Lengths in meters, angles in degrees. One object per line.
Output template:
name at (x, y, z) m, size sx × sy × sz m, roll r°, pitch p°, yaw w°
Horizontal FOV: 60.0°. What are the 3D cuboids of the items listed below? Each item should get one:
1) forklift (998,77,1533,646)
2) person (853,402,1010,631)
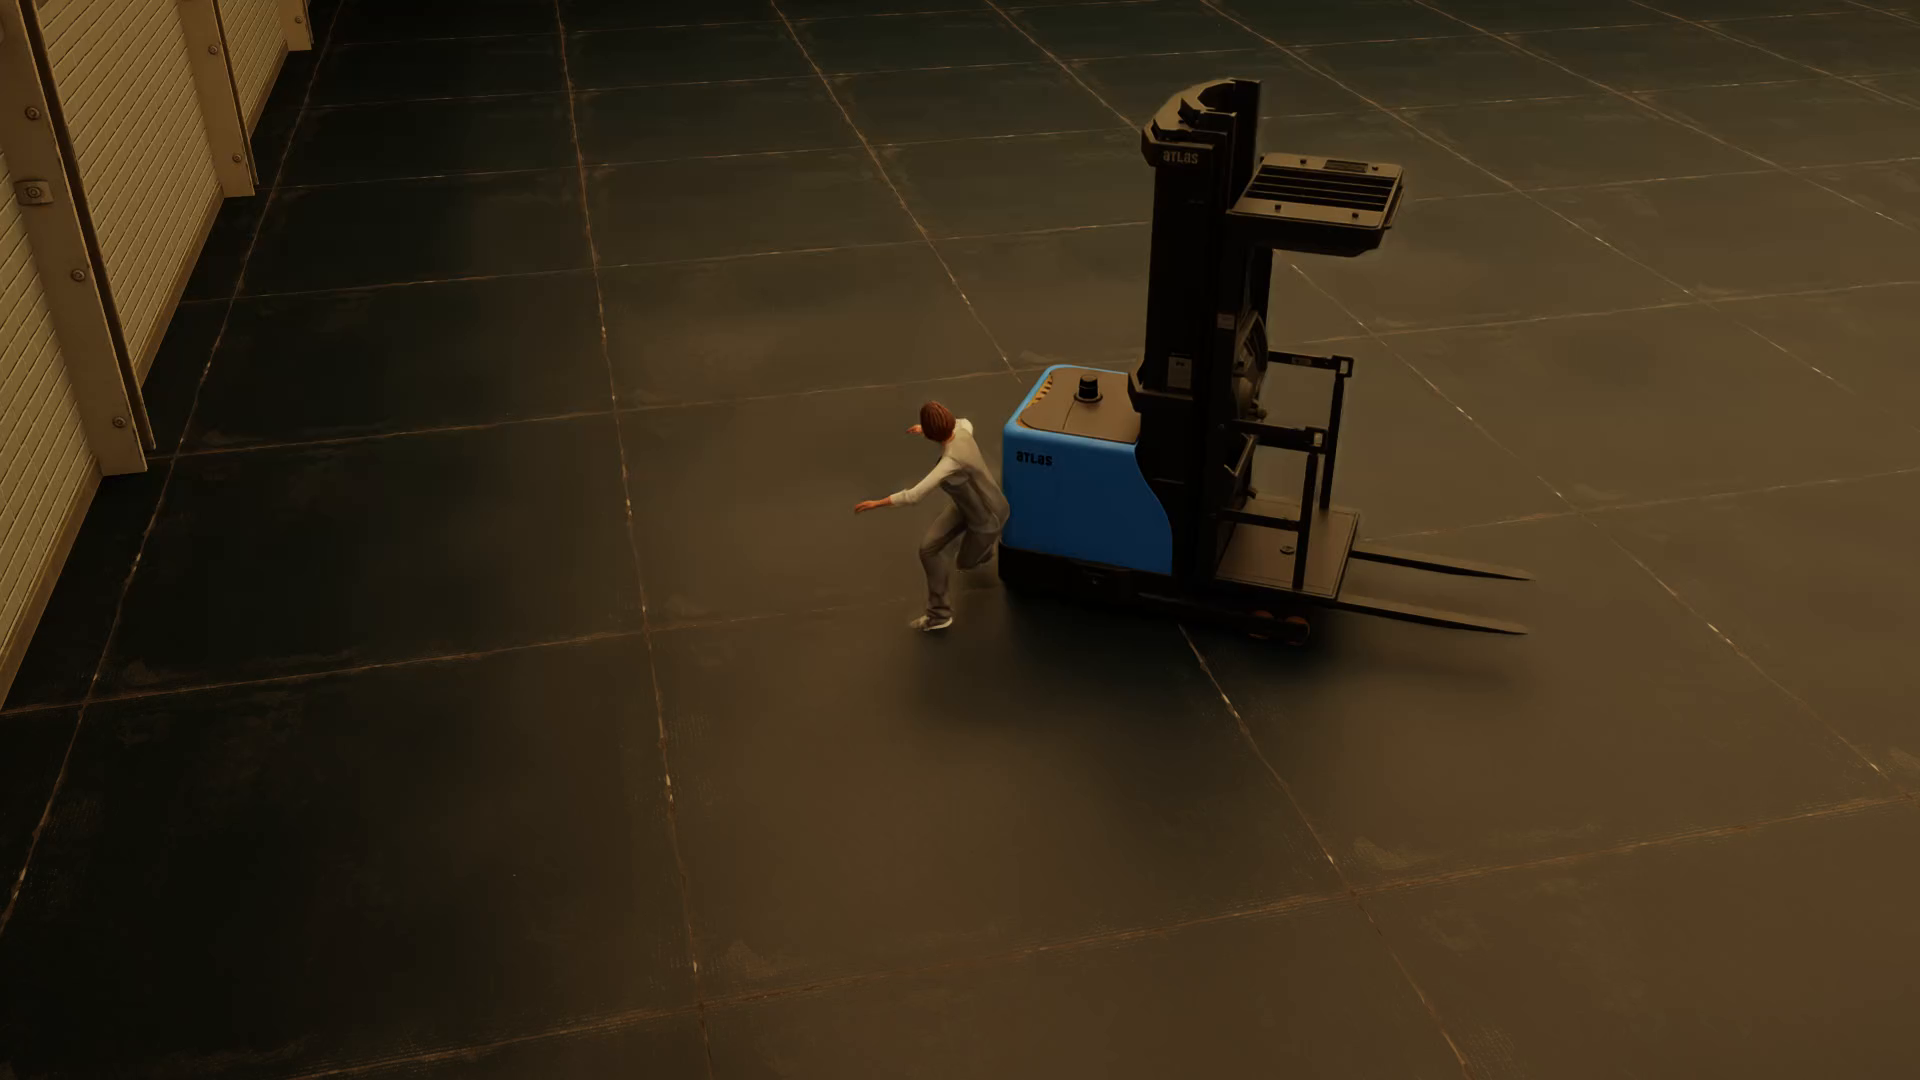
forklift at (1.804, -0.966, 9.244) m, size 3.031 × 2.935 × 1.130 m, roll 10°, pitch 32°, yaw 17°
person at (-0.178, -0.205, 9.526) m, size 1.034 × 1.396 × 0.758 m, roll -13°, pitch 33°, yaw -22°
